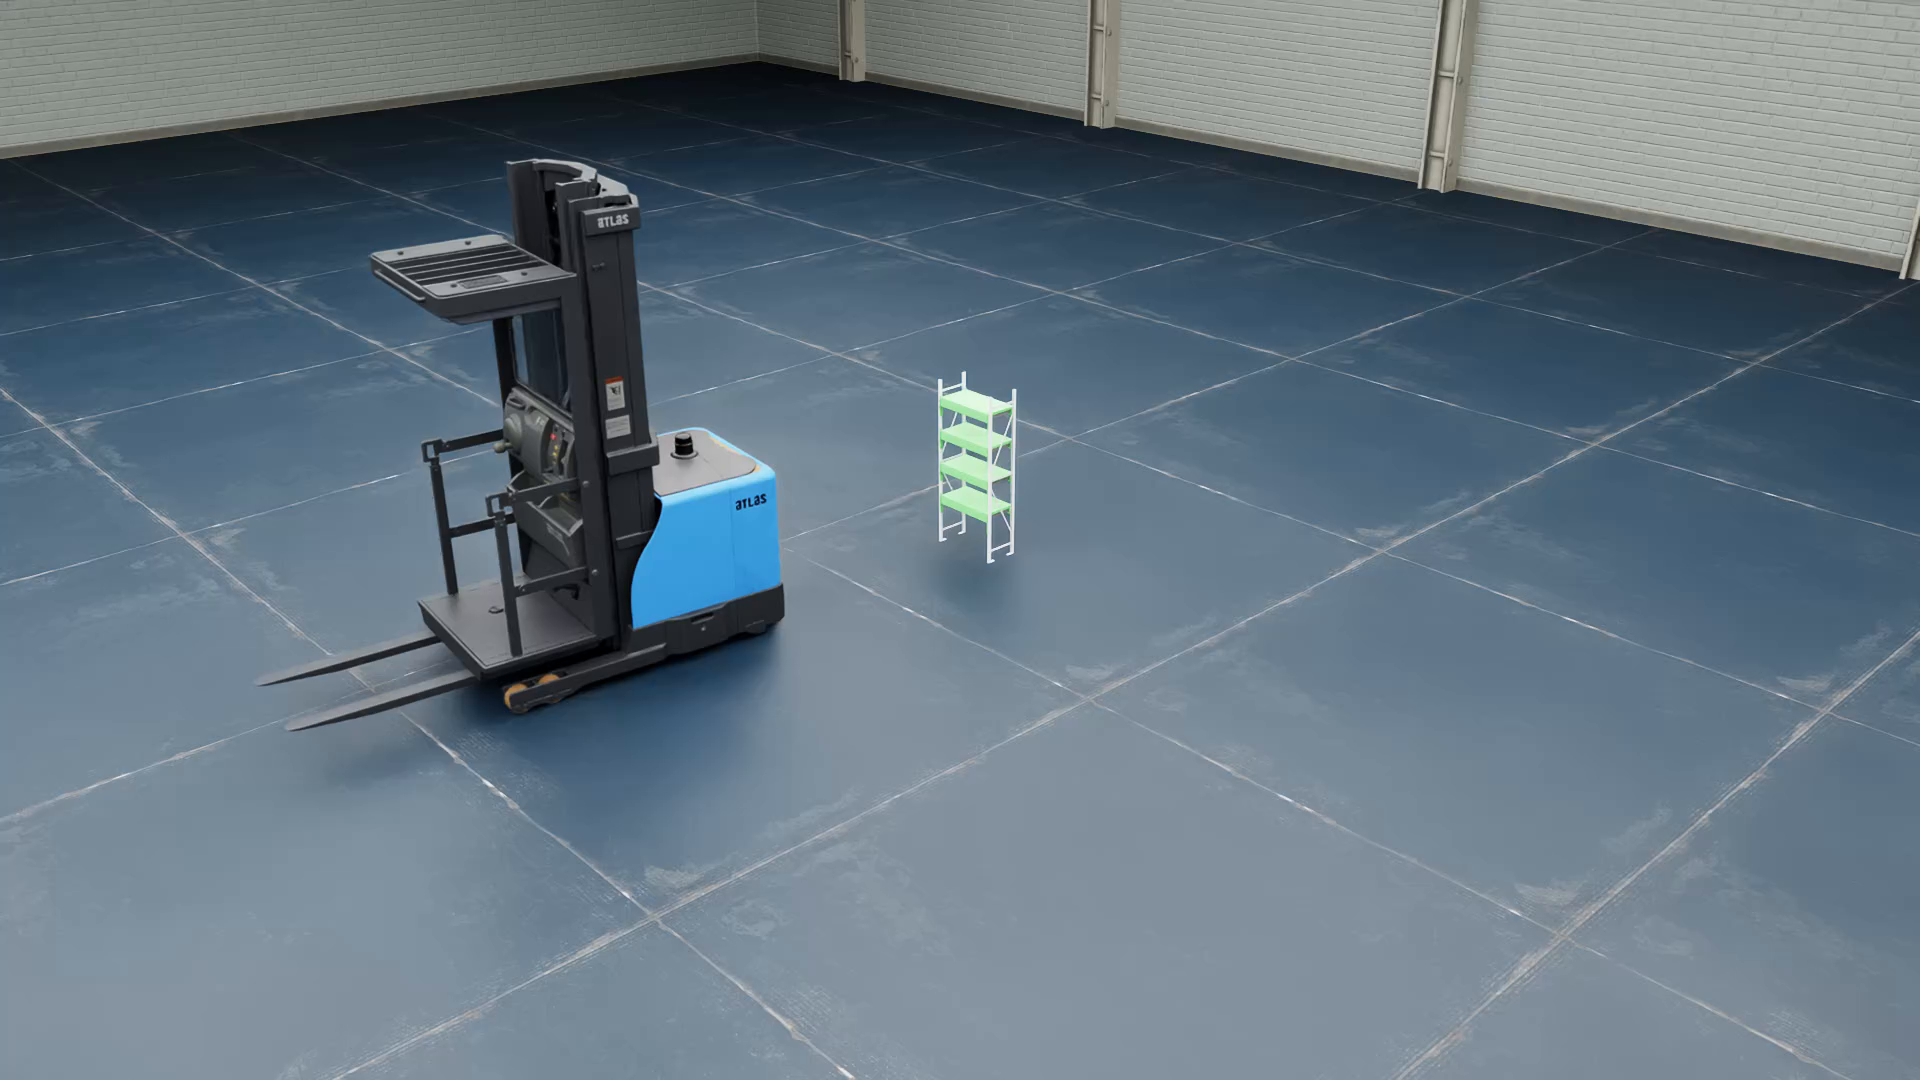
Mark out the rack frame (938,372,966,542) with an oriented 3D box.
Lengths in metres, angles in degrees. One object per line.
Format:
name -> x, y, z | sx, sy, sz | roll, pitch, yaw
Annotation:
rack frame -> -0.054, -0.570, 11.553 | 0.240, 1.200, 0.015 | -21, 32, -38

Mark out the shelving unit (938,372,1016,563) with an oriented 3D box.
shelving unit -> 0.113, -0.496, 11.391 | 0.258, 1.200, 0.503 | -21, 32, -38

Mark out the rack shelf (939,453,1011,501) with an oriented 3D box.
rack shelf -> 0.113, -0.438, 11.418 | 0.258, 0.148, 0.480 | -21, 32, -38

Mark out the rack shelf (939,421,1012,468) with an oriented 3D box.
rack shelf -> 0.113, -0.656, 11.318 | 0.258, 0.148, 0.480 | -21, 32, -38

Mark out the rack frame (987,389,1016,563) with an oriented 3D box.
rack frame -> 0.280, -0.422, 11.229 | 0.240, 1.200, 0.015 | -21, 32, -38

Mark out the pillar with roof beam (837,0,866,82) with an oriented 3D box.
pillar with roof beam -> -5.068, -11.134, 25.315 | 9.100, 9.000, 0.400 | -21, 32, -38

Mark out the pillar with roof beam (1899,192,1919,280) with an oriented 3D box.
pillar with roof beam -> 7.235, -5.681, 13.360 | 9.100, 9.000, 0.400 | -21, 32, -38

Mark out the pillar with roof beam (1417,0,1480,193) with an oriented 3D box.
pillar with roof beam -> 3.134, -7.499, 17.345 | 9.100, 9.000, 0.400 | -21, 32, -38

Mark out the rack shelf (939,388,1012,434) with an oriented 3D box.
rack shelf -> 0.113, -0.874, 11.218 | 0.258, 0.148, 0.480 | -21, 32, -38

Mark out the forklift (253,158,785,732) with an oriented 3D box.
forklift -> -2.598, -0.584, 9.499 | 3.031, 2.935, 1.130 | -17, 29, -33

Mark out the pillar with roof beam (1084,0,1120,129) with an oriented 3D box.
pillar with roof beam -> -0.967, -9.316, 21.330 | 9.100, 9.000, 0.400 | -21, 32, -38

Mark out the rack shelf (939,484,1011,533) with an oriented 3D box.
rack shelf -> 0.113, -0.219, 11.517 | 0.258, 0.148, 0.480 | -21, 32, -38
